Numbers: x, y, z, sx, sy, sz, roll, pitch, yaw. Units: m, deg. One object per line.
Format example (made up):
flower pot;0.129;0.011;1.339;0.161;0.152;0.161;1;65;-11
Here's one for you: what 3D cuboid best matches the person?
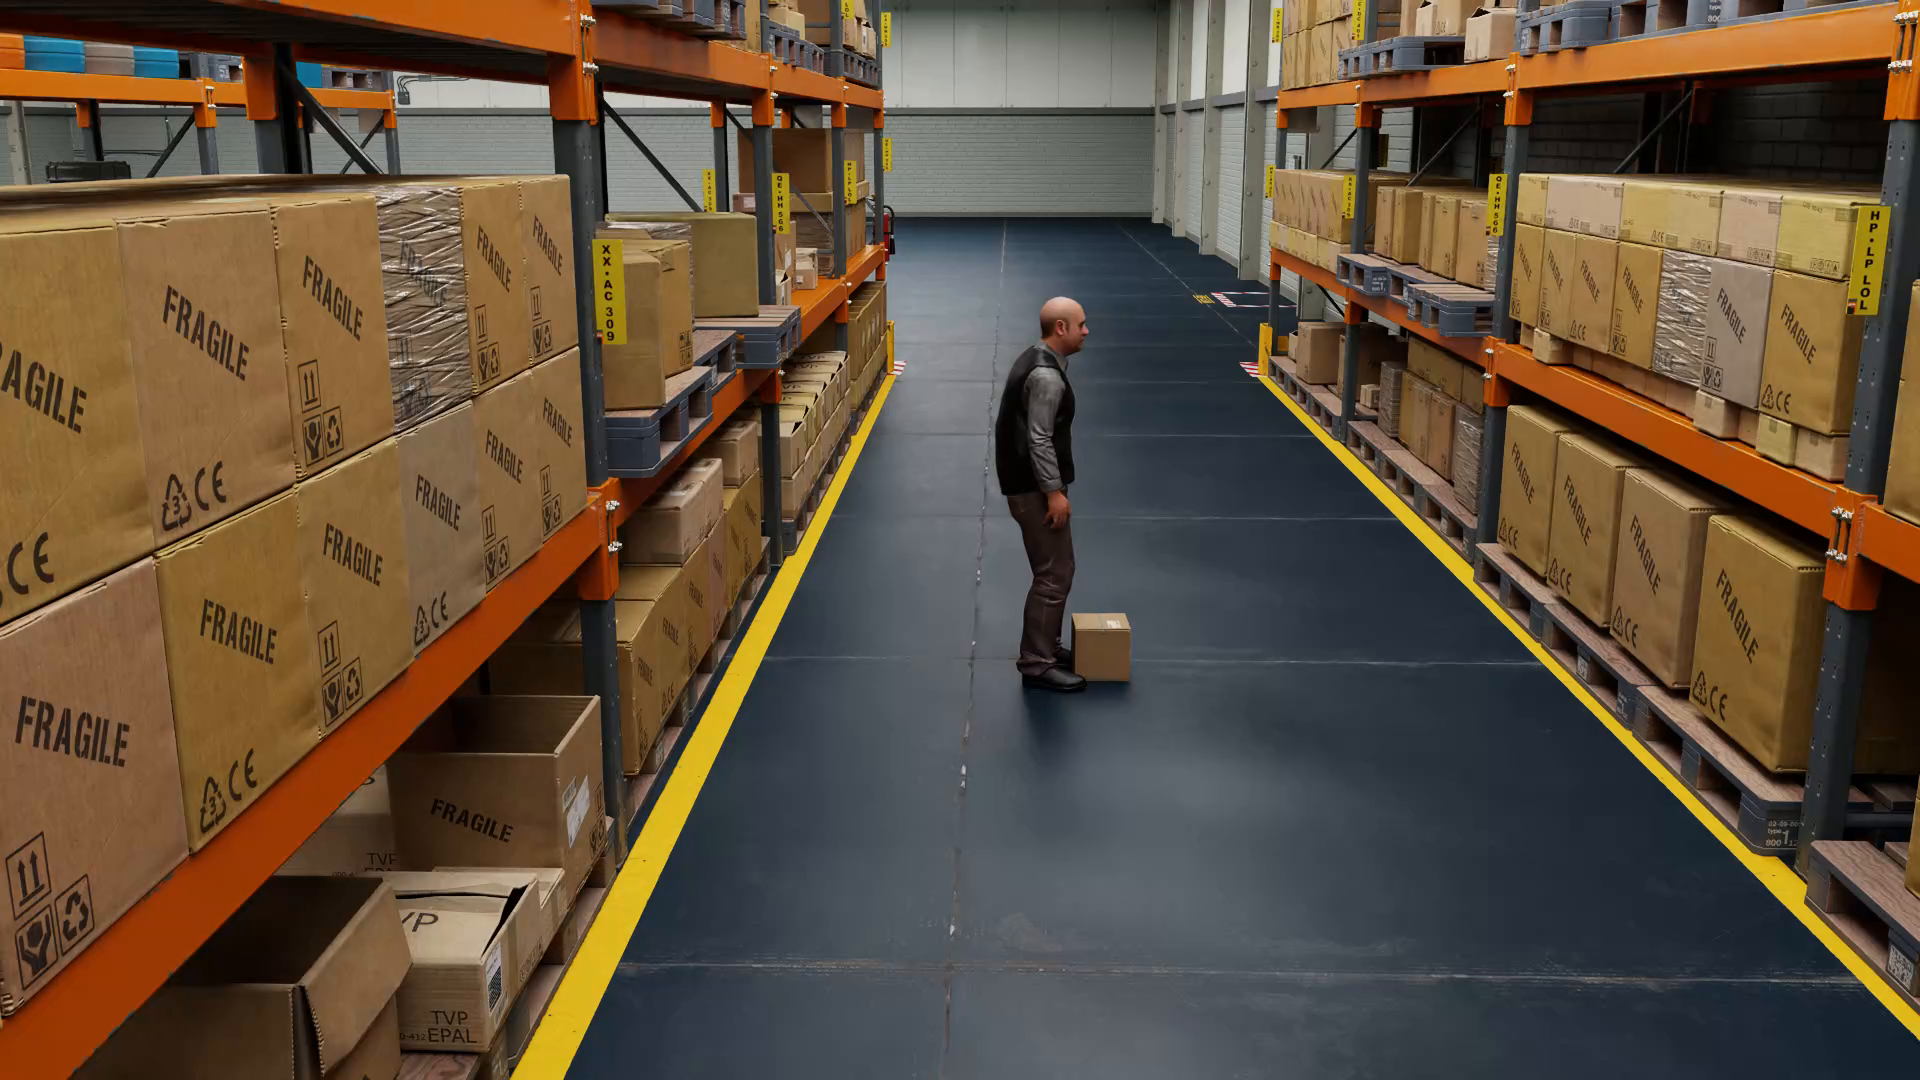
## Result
person;0.384;-0.221;7.446;0.465;1.720;0.580;0;14;2
